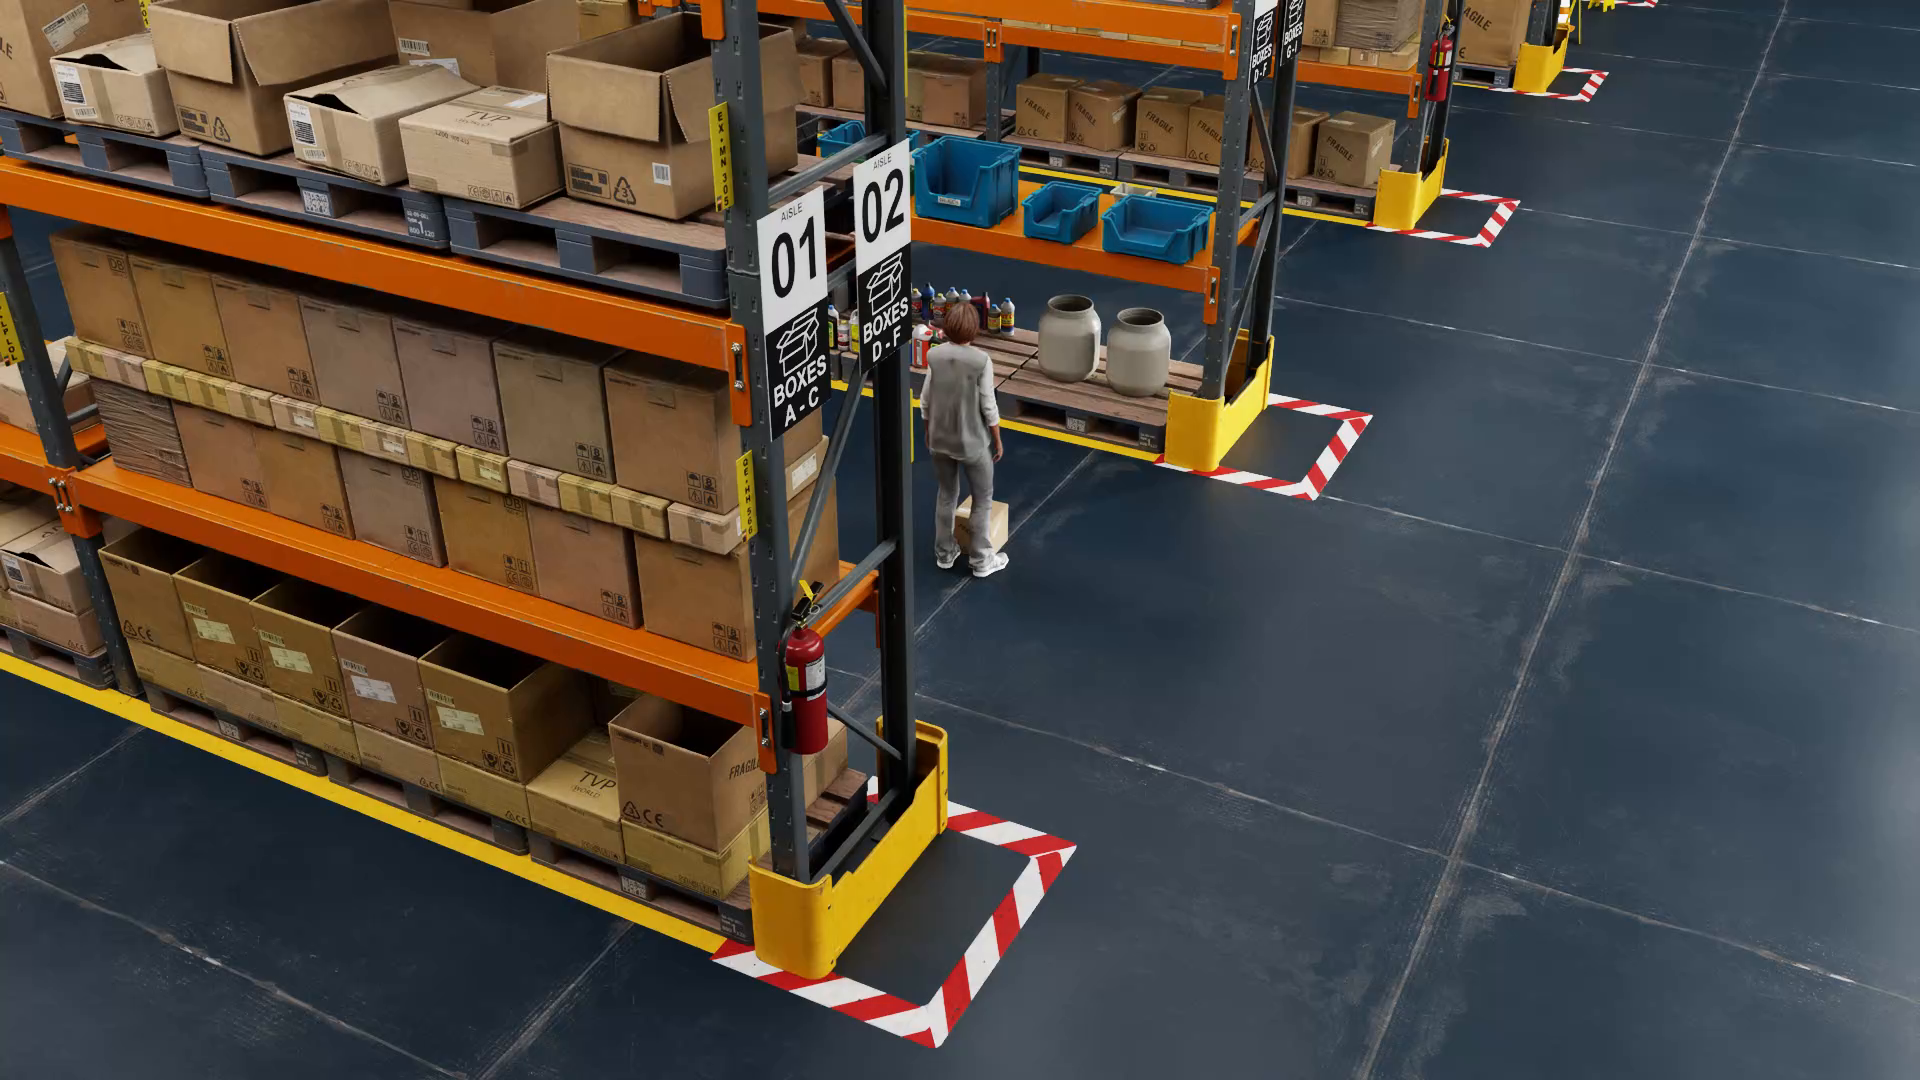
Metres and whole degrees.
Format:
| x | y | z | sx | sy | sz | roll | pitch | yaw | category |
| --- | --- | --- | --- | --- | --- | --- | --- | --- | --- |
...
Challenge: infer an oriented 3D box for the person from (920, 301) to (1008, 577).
| x | y | z | sx | sy | sz | roll | pitch | yaw | category |
| --- | --- | --- | --- | --- | --- | --- | --- | --- | --- |
| 0.010 | -0.542 | 9.210 | 0.483 | 1.594 | 0.340 | 13 | 33 | 21 | person |
